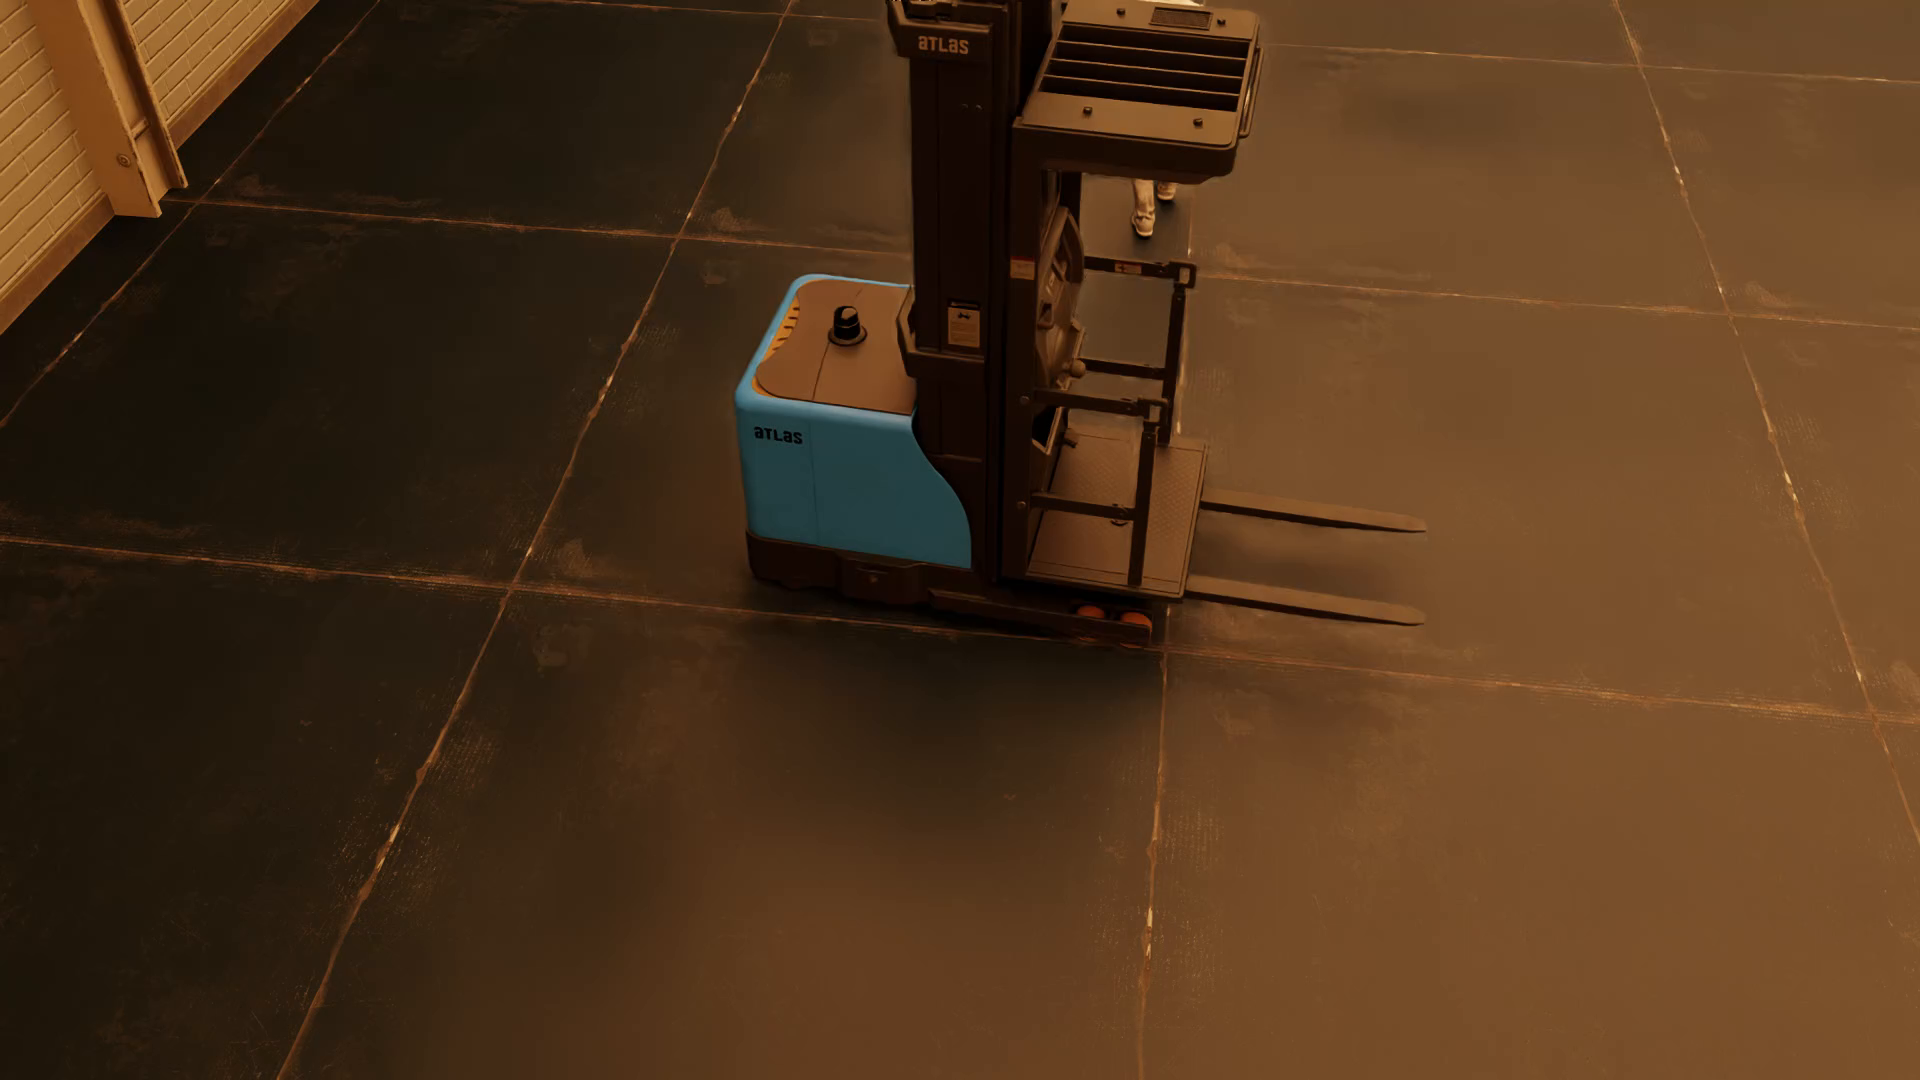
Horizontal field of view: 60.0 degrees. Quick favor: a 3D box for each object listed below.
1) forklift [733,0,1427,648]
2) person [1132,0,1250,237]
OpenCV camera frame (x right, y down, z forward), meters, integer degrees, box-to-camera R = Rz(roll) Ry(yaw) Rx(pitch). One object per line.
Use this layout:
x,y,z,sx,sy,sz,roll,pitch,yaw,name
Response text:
0.598,-0.995,6.807,3.031,2.935,1.130,8,43,9,forklift
1.193,-2.595,9.529,0.913,1.664,0.678,-1,43,-1,person
